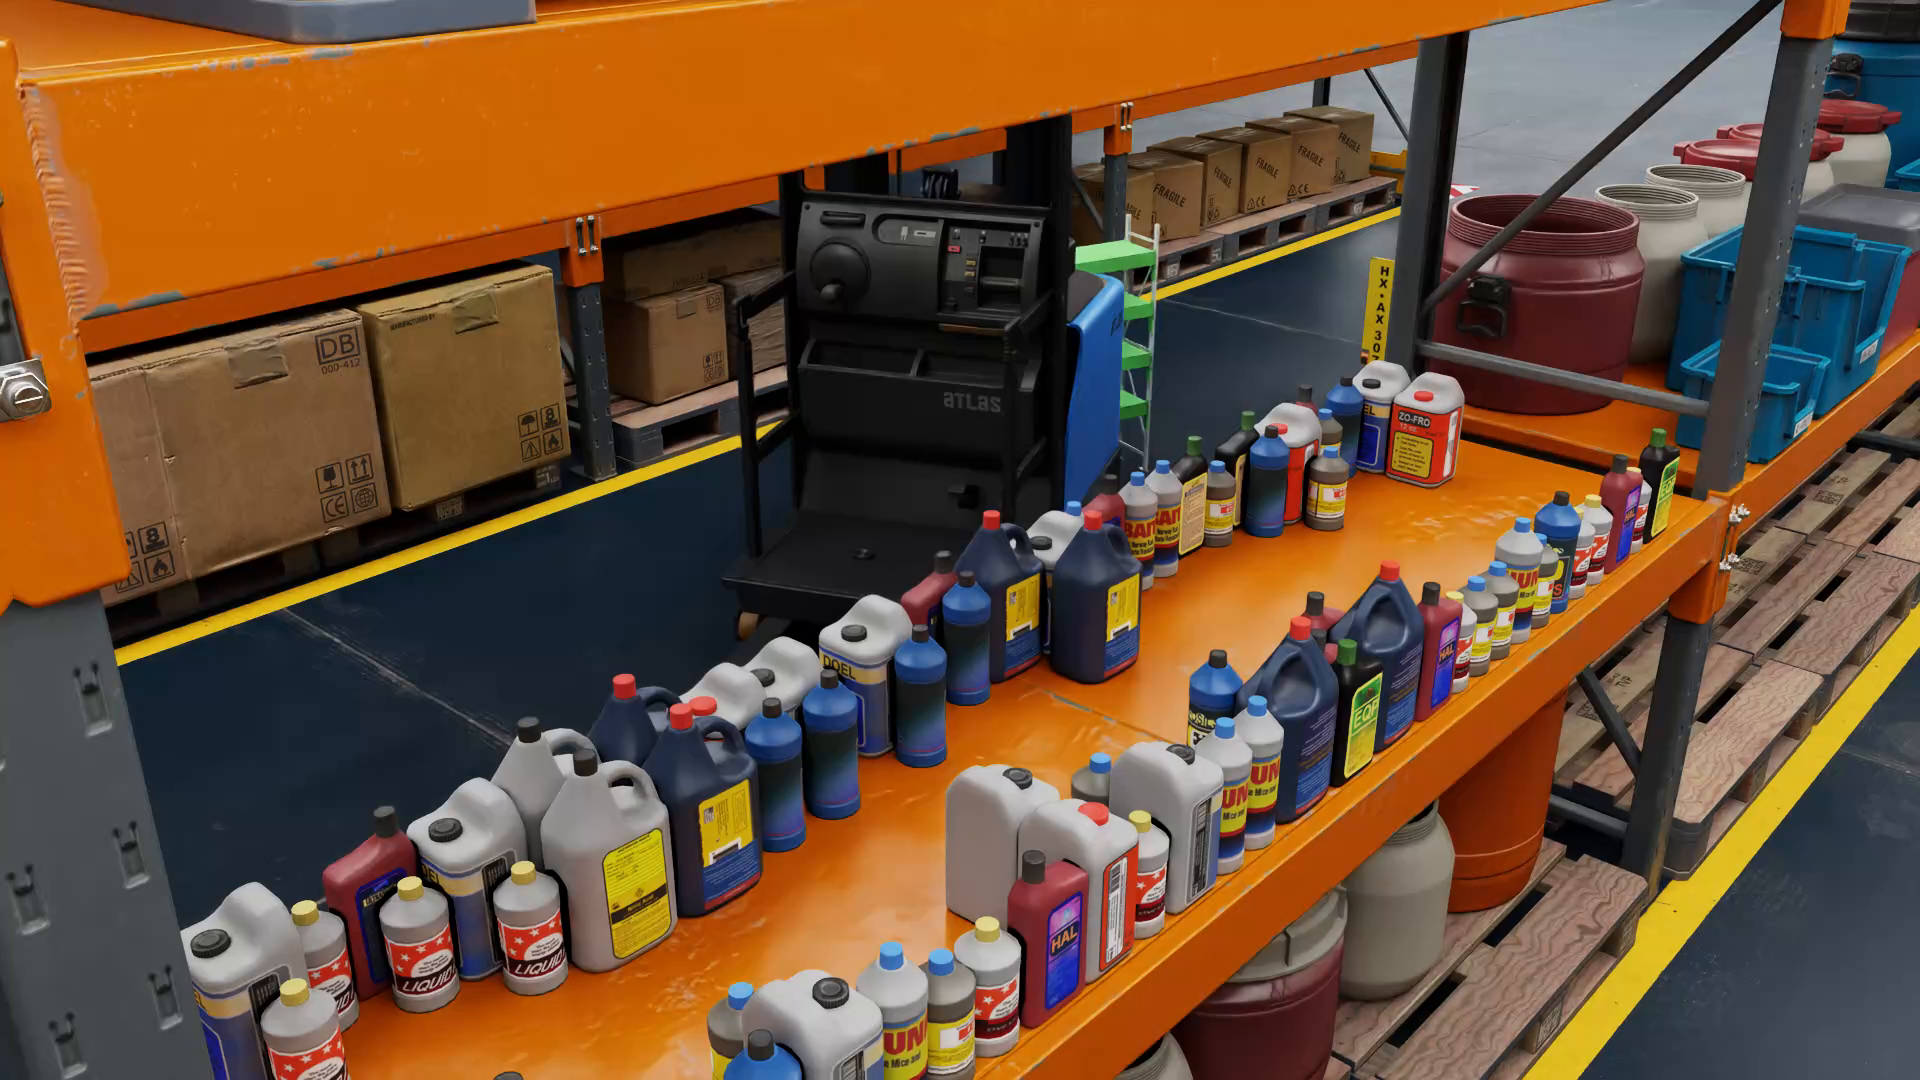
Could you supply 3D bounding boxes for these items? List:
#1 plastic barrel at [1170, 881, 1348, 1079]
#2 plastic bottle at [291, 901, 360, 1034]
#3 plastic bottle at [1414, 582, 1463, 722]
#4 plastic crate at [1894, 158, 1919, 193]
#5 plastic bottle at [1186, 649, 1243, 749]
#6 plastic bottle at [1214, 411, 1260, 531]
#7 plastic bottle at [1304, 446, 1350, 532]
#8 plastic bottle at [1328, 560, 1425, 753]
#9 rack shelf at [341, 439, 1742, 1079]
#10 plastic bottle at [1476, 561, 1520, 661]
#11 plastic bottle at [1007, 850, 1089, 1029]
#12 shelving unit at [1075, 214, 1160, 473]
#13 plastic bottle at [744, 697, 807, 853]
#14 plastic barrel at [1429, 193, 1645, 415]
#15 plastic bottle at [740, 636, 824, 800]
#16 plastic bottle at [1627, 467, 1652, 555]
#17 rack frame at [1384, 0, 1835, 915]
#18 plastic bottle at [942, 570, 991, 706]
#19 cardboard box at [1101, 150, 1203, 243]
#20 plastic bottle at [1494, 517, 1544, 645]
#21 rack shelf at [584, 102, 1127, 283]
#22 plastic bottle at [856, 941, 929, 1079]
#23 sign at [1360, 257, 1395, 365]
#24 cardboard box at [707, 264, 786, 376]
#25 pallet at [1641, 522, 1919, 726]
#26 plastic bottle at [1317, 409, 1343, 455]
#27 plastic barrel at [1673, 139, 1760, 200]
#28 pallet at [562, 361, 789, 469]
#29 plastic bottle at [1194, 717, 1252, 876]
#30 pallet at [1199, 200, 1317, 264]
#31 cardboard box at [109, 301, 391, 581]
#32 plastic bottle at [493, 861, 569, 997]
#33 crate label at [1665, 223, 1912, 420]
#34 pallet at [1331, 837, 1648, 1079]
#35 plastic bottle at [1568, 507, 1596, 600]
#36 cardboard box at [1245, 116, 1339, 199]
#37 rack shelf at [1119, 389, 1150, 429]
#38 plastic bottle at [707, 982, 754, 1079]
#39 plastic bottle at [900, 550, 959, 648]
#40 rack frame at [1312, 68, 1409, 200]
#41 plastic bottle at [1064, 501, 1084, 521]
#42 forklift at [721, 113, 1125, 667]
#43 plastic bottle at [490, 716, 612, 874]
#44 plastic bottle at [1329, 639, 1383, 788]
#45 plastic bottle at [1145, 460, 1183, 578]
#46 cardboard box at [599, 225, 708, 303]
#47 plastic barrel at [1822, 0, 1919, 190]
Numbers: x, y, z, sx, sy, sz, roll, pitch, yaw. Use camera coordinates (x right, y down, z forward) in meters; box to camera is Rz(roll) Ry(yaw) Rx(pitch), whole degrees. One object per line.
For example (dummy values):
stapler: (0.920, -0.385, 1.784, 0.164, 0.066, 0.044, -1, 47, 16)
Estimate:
plastic barrel: (0.576, 0.970, 3.854, 0.600, 0.588, 0.708, 20, 31, 38)
plastic bottle: (-0.946, 0.622, 2.439, 0.097, 0.201, 0.097, 0, 24, 0)
plastic bottle: (0.929, 0.205, 3.269, 0.061, 0.283, 0.133, 20, 31, 38)
plastic crate: (3.809, -1.227, 6.339, 0.392, 0.384, 0.575, 20, 31, 38)
plastic bottle: (0.460, 0.325, 3.016, 0.097, 0.271, 0.097, 0, 24, 0)
plastic bottle: (0.682, -0.170, 4.106, 0.061, 0.283, 0.133, 20, 31, 38)
plastic bottle: (0.911, -0.133, 4.122, 0.097, 0.201, 0.097, 0, 24, 0)
plastic bottle: (0.792, 0.211, 3.173, 0.144, 0.351, 0.185, 20, 31, 38)
rack shelf: (0.309, 0.501, 3.345, 1.077, 0.370, 4.000, 20, 31, 38)
plastic bottle: (1.122, 0.143, 3.508, 0.097, 0.201, 0.097, 0, 24, 0)
plastic bottle: (0.130, 0.570, 2.455, 0.061, 0.283, 0.133, 20, 31, 38)
shelving unit: (0.623, -0.863, 7.709, 0.503, 1.200, 0.258, -14, 27, -28)
plastic bottle: (-0.318, 0.396, 2.857, 0.097, 0.271, 0.097, 0, 24, 0)
plastic barrel: (1.728, -0.722, 5.029, 0.600, 0.536, 0.708, 20, 31, 38)
plastic bottle: (-0.333, 0.325, 3.011, 0.152, 0.276, 0.135, 20, 31, 38)
plastic bottle: (1.601, -0.076, 3.995, 0.097, 0.201, 0.097, 0, 24, 0)
rack frame: (1.644, -0.436, 4.557, 1.000, 3.000, 0.127, 20, 31, 38)
plastic bottle: (0.013, 0.189, 3.319, 0.097, 0.271, 0.097, 0, 24, 0)
cardboard box: (1.299, -2.346, 11.358, 0.500, 0.500, 0.500, -13, 27, -27)
plastic bottle: (1.187, 0.081, 3.560, 0.097, 0.271, 0.097, 0, 24, 0)
rack shelf: (-0.710, -2.070, 9.079, 1.077, 0.370, 4.000, 20, 31, 38)
plastic bottle: (-0.091, 0.665, 2.258, 0.097, 0.271, 0.097, 0, 24, 0)
sign: (1.230, -0.659, 4.853, 0.100, 0.325, 0.005, 20, 31, 38)
cardboard box: (-1.251, -1.231, 8.846, 0.700, 0.500, 0.500, 17, 29, 33)
pallet: (3.004, 0.241, 6.455, 1.003, 0.211, 1.213, 20, 31, 38)
plastic bottle: (0.952, -0.245, 4.372, 0.097, 0.201, 0.097, 0, 24, 0)
plastic barrel: (2.733, -1.130, 5.938, 0.433, 0.535, 0.433, 0, 24, 0)
pallet: (-1.522, -0.754, 8.674, 1.003, 0.211, 1.213, 20, 31, 38)
plastic bottle: (0.438, 0.424, 2.796, 0.097, 0.271, 0.097, 0, 24, 0)
pallet: (1.861, -2.323, 12.172, 1.003, 0.211, 1.213, 20, 31, 38)
cardboard box: (-3.121, -0.537, 6.864, 1.225, 0.875, 0.875, 20, 31, 38)
plastic bottle: (-0.654, 0.582, 2.529, 0.097, 0.201, 0.097, 0, 24, 0)
crate label: (2.509, -0.681, 5.060, 0.502, 0.435, 0.616, 20, 31, 38)
pallet: (1.149, 1.088, 4.566, 1.003, 0.211, 1.213, 20, 31, 38)
plastic bottle: (1.382, 0.024, 3.772, 0.097, 0.201, 0.097, 0, 24, 0)
cardboard box: (2.492, -2.900, 12.593, 0.500, 0.500, 0.500, -15, 28, -30)
rack shelf: (0.623, -0.586, 7.834, 0.480, 0.148, 0.258, -14, 27, -28)
plastic bottle: (-0.294, 0.696, 2.274, 0.097, 0.201, 0.097, 0, 24, 0)
plastic bottle: (-0.058, 0.168, 3.352, 0.061, 0.283, 0.133, 20, 31, 38)
rack frame: (3.295, -4.226, 13.009, 1.000, 3.000, 0.127, 20, 31, 38)
plastic bottle: (0.246, 0.046, 3.639, 0.097, 0.271, 0.097, 0, 24, 0)
forklift: (-0.217, -0.989, 5.874, 1.130, 2.935, 3.031, 8, 25, 16)
plastic bottle: (-0.656, 0.436, 2.672, 0.144, 0.351, 0.185, 20, 31, 38)
plastic bottle: (0.717, 0.302, 3.053, 0.061, 0.283, 0.133, 20, 31, 38)
plastic bottle: (0.465, -0.054, 3.862, 0.097, 0.271, 0.097, 0, 24, 0)
cardboard box: (-1.620, -1.403, 8.314, 0.500, 0.250, 0.500, 22, 32, 40)
plastic barrel: (3.830, -1.849, 7.094, 0.600, 0.901, 0.708, 20, 31, 38)
